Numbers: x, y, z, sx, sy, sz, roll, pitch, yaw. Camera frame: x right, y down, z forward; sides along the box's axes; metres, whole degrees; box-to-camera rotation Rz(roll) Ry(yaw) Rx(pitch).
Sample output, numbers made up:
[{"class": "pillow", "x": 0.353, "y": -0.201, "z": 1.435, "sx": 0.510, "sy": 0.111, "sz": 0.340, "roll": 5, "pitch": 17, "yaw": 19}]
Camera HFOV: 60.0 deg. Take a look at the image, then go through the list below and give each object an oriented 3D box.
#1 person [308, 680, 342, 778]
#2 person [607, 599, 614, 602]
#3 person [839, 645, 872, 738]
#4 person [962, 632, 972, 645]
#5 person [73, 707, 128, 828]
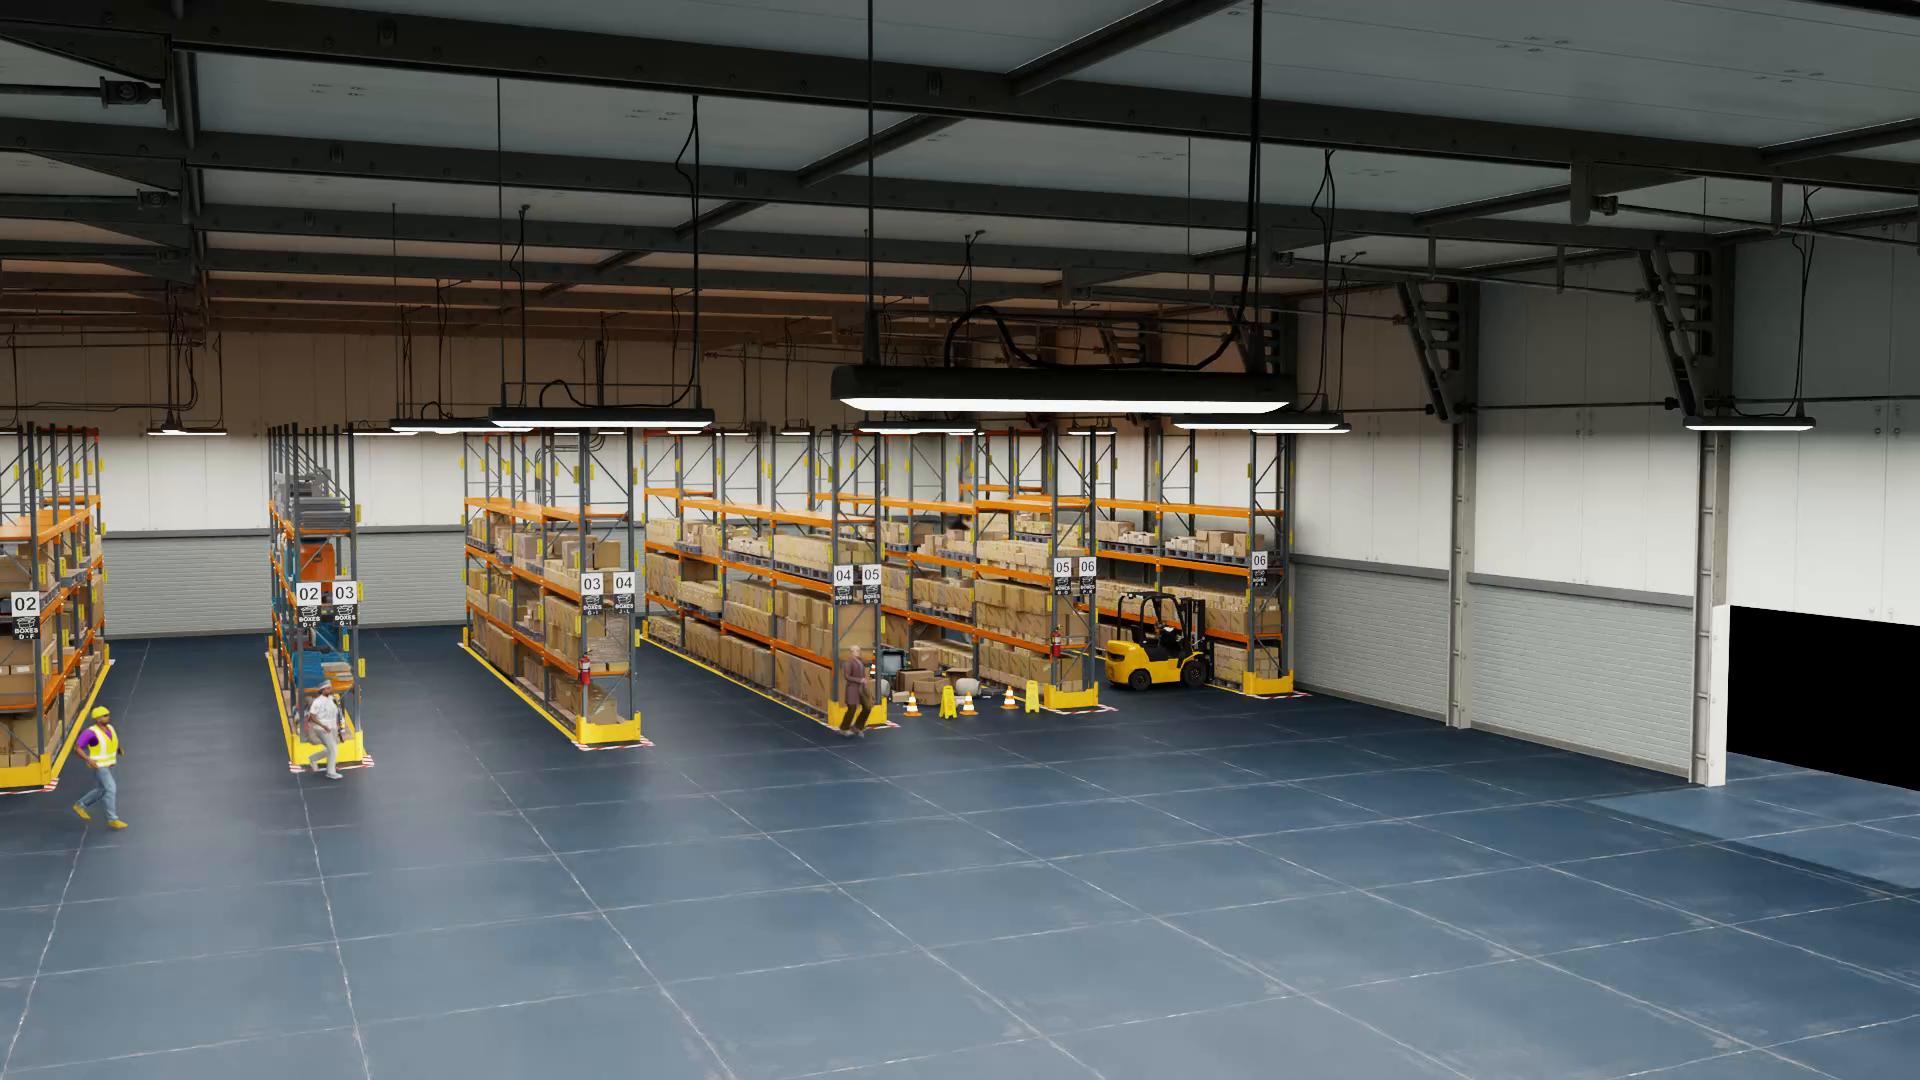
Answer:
[{"class": "person", "x": -10.745, "y": 3.177, "z": 28.065, "sx": 0.681, "sy": 1.656, "sz": 0.597, "roll": 1, "pitch": 4, "yaw": 13}, {"class": "person", "x": -9.540, "y": 2.153, "z": 45.787, "sx": 0.683, "sy": 1.683, "sz": 0.926, "roll": -1, "pitch": 4, "yaw": -10}, {"class": "person", "x": -1.965, "y": 2.916, "z": 31.746, "sx": 0.776, "sy": 1.829, "sz": 0.741, "roll": 2, "pitch": 4, "yaw": 34}, {"class": "person", "x": 0.268, "y": 2.167, "z": 44.891, "sx": 0.626, "sy": 1.662, "sz": 0.637, "roll": -2, "pitch": 4, "yaw": -24}, {"class": "person", "x": -12.645, "y": 3.328, "z": 24.439, "sx": 0.886, "sy": 1.772, "sz": 0.677, "roll": 0, "pitch": 3, "yaw": 5}]
